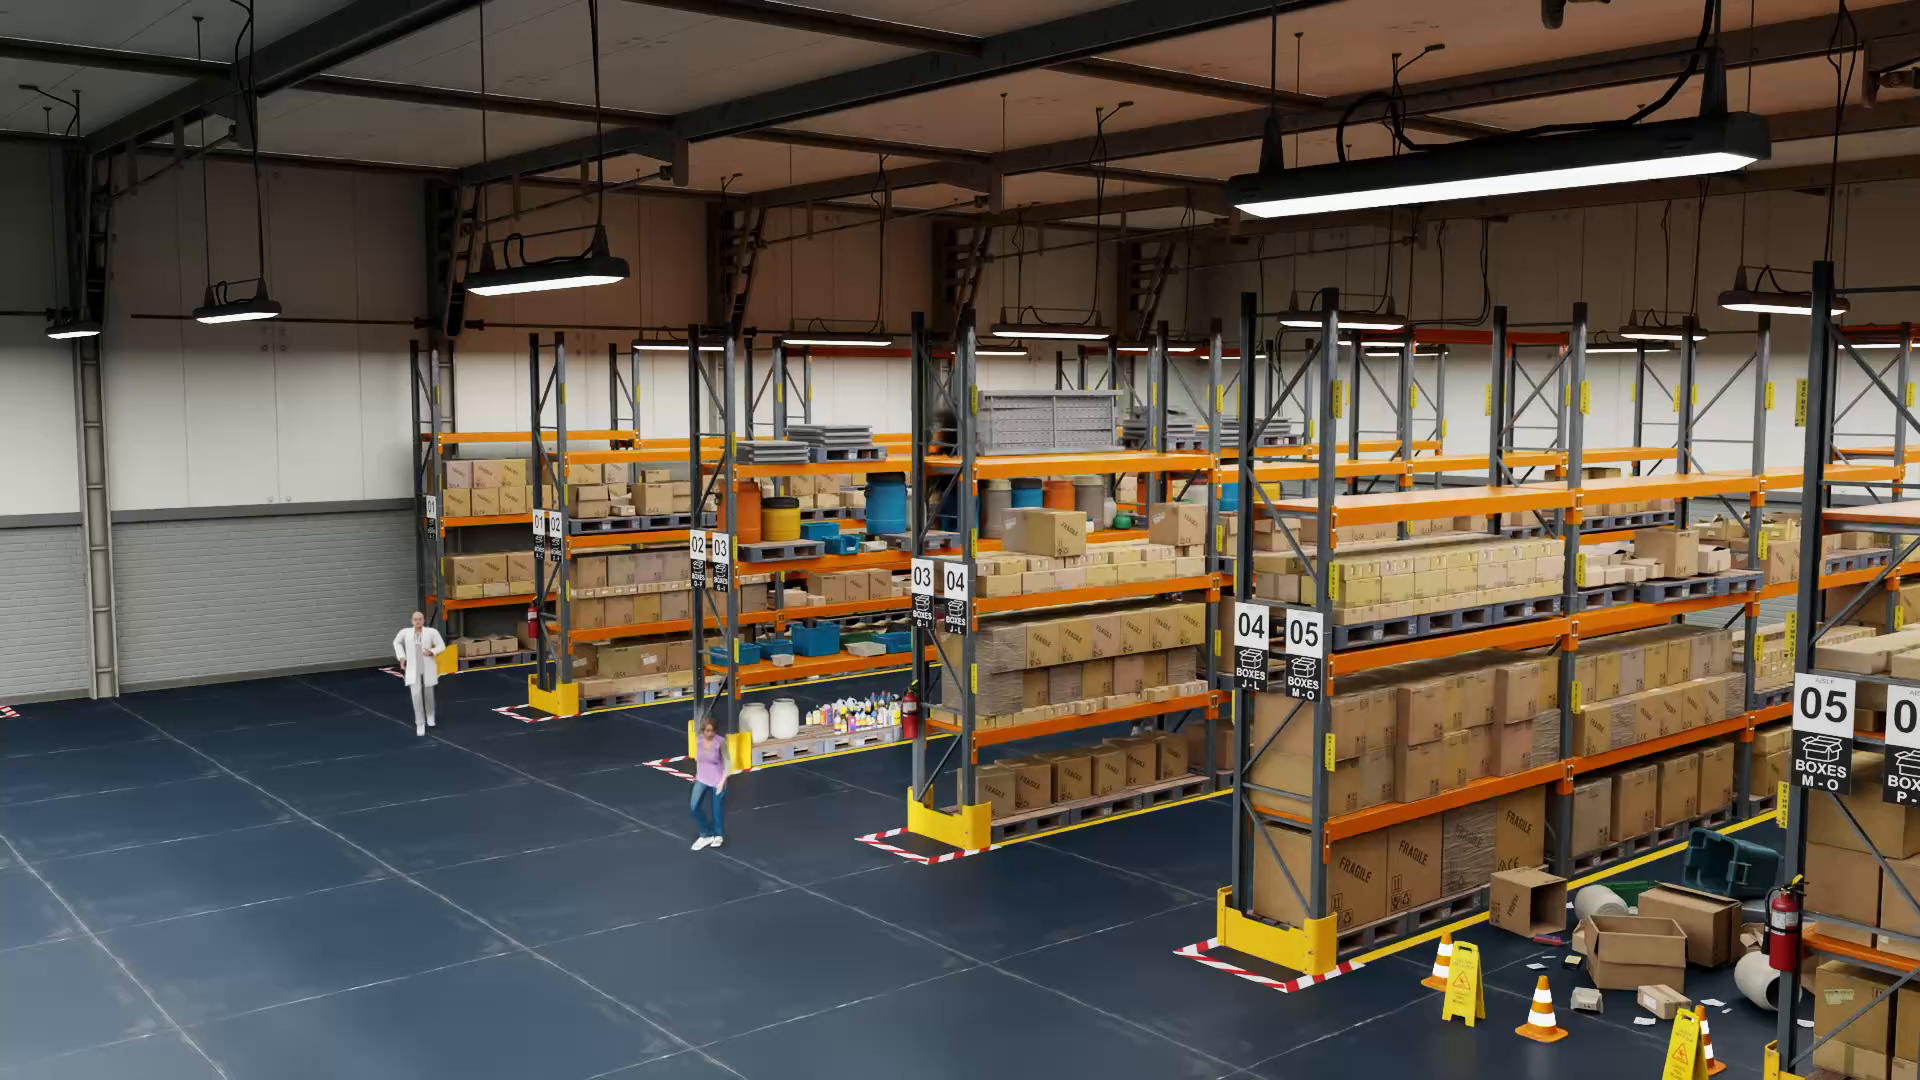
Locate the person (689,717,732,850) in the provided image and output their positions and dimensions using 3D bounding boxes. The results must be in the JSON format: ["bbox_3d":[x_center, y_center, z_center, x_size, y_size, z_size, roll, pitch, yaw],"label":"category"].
[{"bbox_3d":[-2.732,2.685,18.409,0.524,1.535,0.714,1,5,12],"label":"person"}]

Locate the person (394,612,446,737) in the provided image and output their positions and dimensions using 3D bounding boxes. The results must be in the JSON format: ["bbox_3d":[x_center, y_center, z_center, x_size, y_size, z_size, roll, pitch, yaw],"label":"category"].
[{"bbox_3d":[-8.081,1.968,24.887,0.749,1.813,0.920,-1,5,-15],"label":"person"}]

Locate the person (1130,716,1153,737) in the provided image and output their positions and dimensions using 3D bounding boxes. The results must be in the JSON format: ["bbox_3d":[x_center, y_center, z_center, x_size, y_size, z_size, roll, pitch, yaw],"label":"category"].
[{"bbox_3d":[2.571,1.915,23.245,0.535,1.736,0.674,5,7,43],"label":"person"}]
